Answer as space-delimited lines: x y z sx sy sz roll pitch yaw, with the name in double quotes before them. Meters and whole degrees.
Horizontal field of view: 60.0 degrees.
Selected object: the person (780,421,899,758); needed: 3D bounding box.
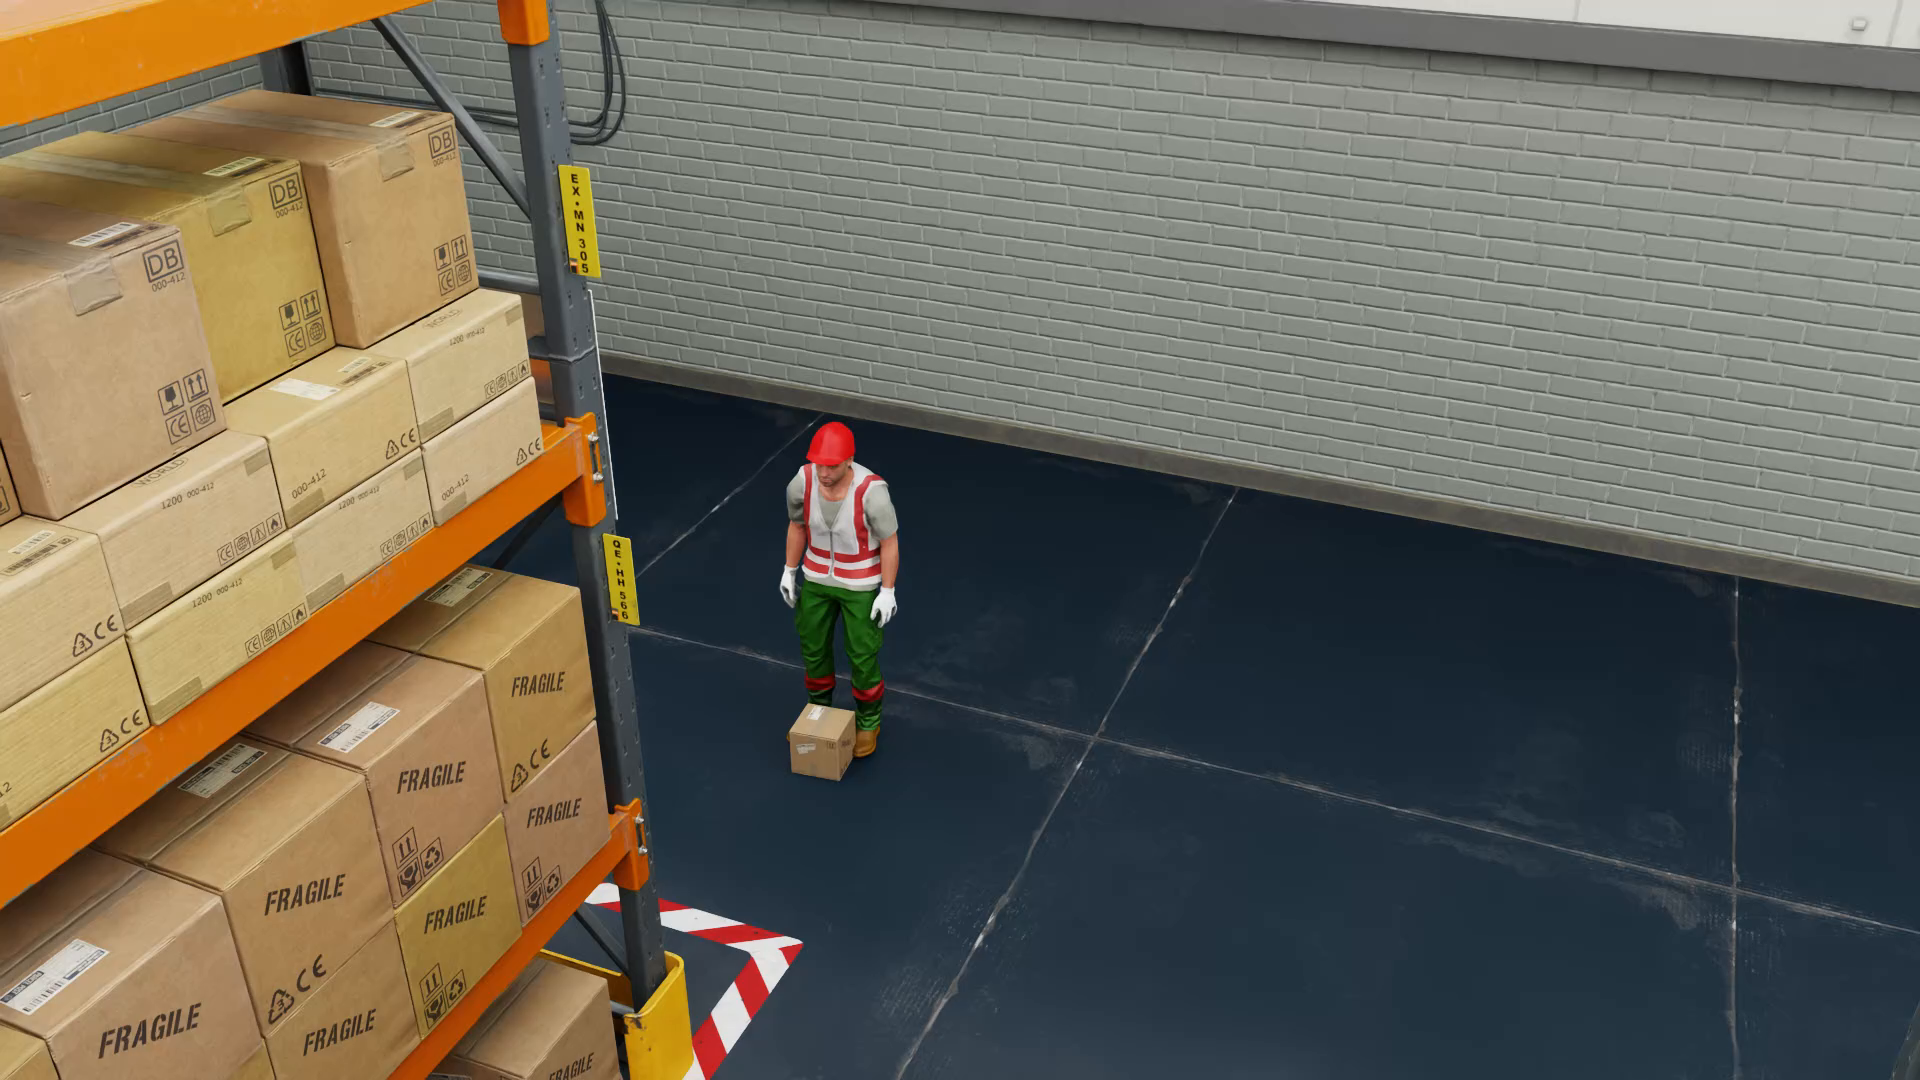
"person" -0.583 0.222 7.992 0.605 1.778 0.450 10 31 18
